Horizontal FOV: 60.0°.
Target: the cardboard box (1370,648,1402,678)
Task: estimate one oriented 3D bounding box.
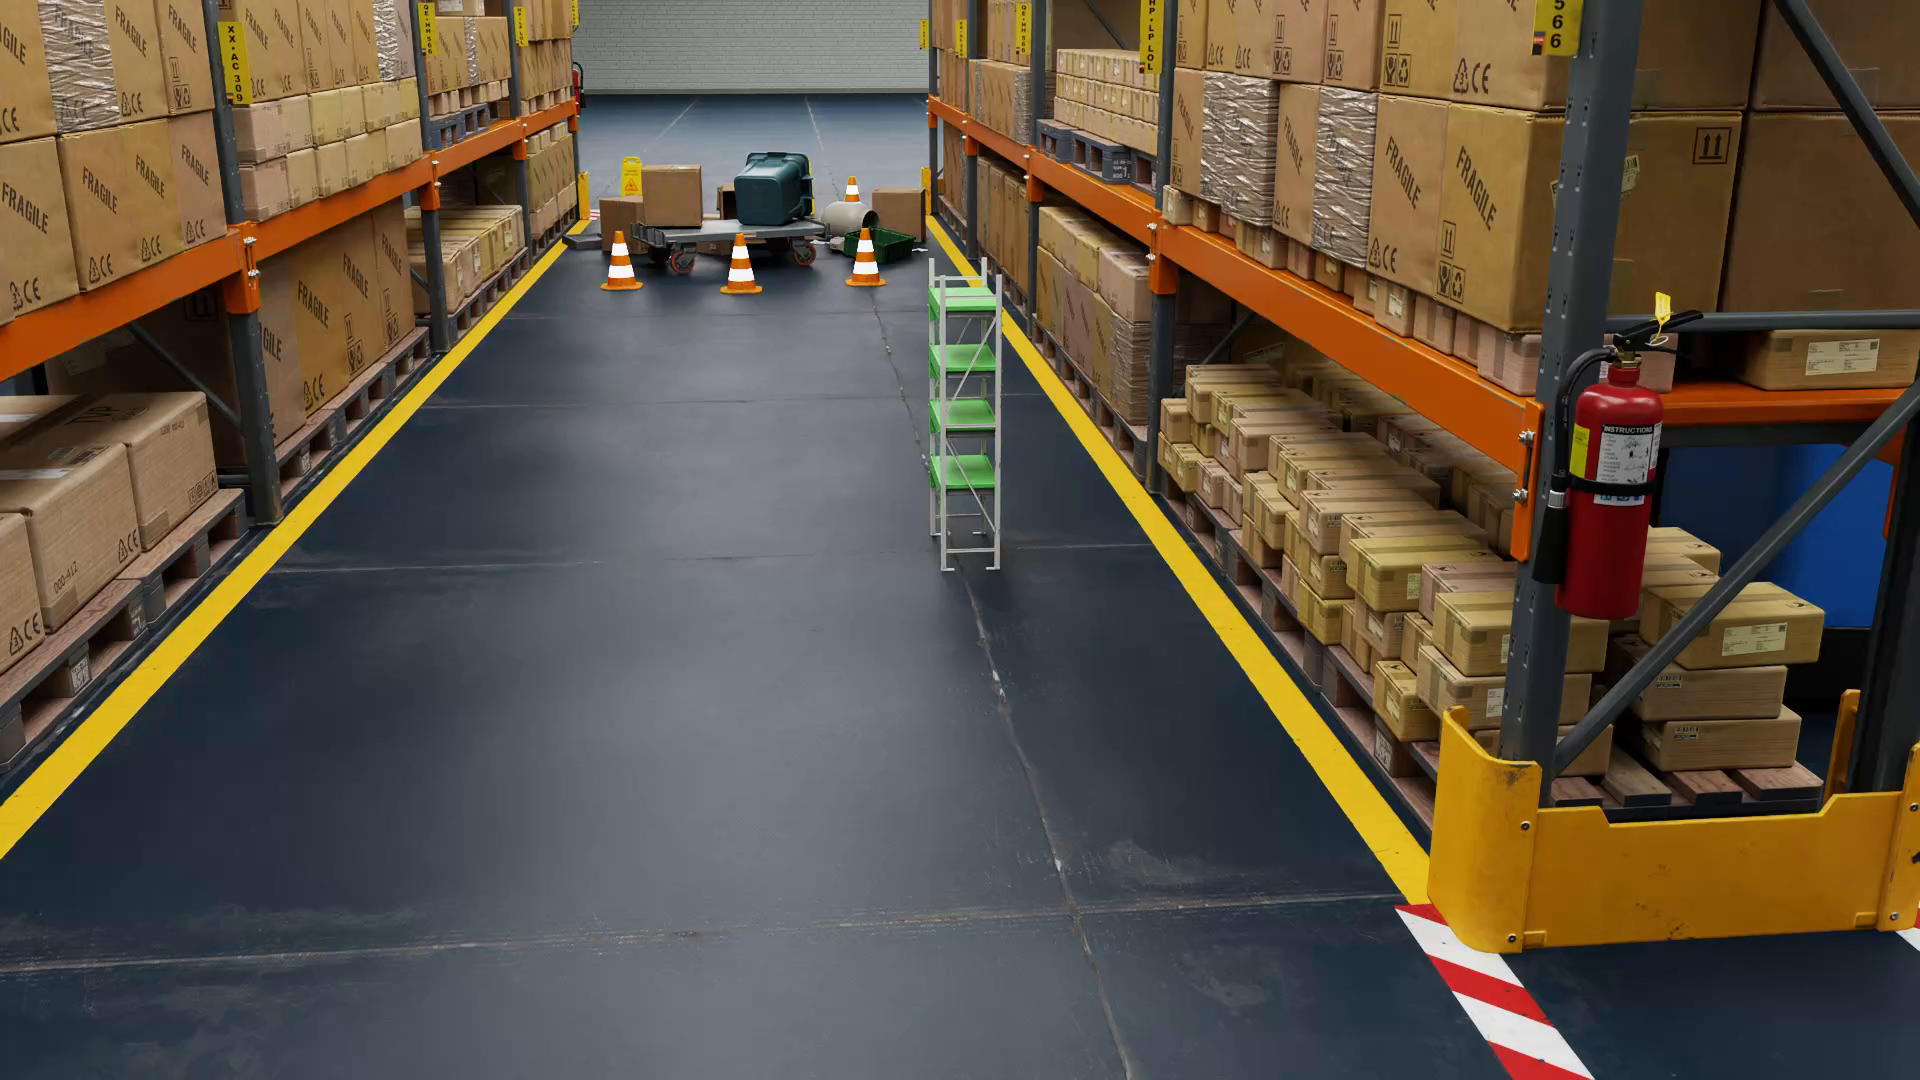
[{"bbox_3d":[1.470,0.375,5.033,0.380,0.149,0.250,-2,18,-6],"label":"cardboard box"}]

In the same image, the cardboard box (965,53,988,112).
[{"bbox_3d":[0.513,-4.236,15.411,0.875,0.550,0.550,-2,18,-6],"label":"cardboard box"}]

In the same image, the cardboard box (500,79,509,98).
[{"bbox_3d":[-4.023,-3.807,14.015,0.380,0.149,0.250,-2,17,-5],"label":"cardboard box"}]

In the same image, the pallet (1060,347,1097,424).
[{"bbox_3d":[1.177,-0.937,9.809,1.003,0.211,1.213,-2,18,-6],"label":"pallet"}]

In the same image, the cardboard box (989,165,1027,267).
[{"bbox_3d":[0.812,-2.712,13.863,1.050,0.750,0.750,-2,18,-6],"label":"cardboard box"}]

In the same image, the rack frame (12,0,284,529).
[{"bbox_3d":[-3.525,-1.488,6.910,1.000,3.000,0.127,-2,18,-6],"label":"rack frame"}]

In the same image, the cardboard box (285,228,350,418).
[{"bbox_3d":[-3.770,-1.126,8.602,0.875,0.875,0.875,-1,17,-4],"label":"cardboard box"}]

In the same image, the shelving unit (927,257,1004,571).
[{"bbox_3d":[0.017,-0.523,6.840,0.258,1.200,0.503,-2,18,-6],"label":"shelving unit"}]

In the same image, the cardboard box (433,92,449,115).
[{"bbox_3d":[-3.765,-3.031,11.543,0.380,0.149,0.250,-3,18,-9],"label":"cardboard box"}]

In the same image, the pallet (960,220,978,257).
[{"bbox_3d":[0.562,-2.953,16.232,1.003,0.211,1.213,-2,18,-6],"label":"pallet"}]

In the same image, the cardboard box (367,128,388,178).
[{"bbox_3d":[-3.523,-2.164,9.311,0.500,0.250,0.500,-2,18,-6],"label":"cardboard box"}]

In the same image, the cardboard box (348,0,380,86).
[{"bbox_3d":[-3.519,-2.758,9.118,0.500,0.500,0.500,-2,18,-6],"label":"cardboard box"}]

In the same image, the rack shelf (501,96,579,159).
[{"bbox_3d":[-4.557,-4.124,16.507,1.077,0.370,4.000,-2,18,-6],"label":"rack shelf"}]

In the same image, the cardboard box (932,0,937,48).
[{"bbox_3d":[0.150,-5.722,18.341,0.875,0.550,0.550,-2,18,-6],"label":"cardboard box"}]

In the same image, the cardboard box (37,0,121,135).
[{"bbox_3d":[-3.096,-1.578,5.360,0.500,0.500,0.500,-2,17,-5],"label":"cardboard box"}]

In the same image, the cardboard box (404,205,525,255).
[{"bbox_3d":[-4.294,-2.662,14.335,0.950,0.372,0.625,-2,17,-5],"label":"cardboard box"}]

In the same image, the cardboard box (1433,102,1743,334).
[{"bbox_3d":[1.498,-0.795,4.038,0.500,0.500,0.500,-1,17,-5],"label":"cardboard box"}]

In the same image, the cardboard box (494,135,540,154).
[{"bbox_3d":[-4.096,-3.651,15.352,0.380,0.149,0.250,-2,17,-5],"label":"cardboard box"}]

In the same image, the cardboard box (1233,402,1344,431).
[{"bbox_3d":[1.311,-0.452,6.673,0.380,0.149,0.250,-2,18,-7],"label":"cardboard box"}]

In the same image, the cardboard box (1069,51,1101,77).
[{"bbox_3d":[0.882,-2.930,10.229,0.380,0.149,0.250,-2,18,-6],"label":"cardboard box"}]

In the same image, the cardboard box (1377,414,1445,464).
[{"bbox_3d":[1.851,-0.391,6.480,0.380,0.149,0.250,-3,18,-8],"label":"cardboard box"}]

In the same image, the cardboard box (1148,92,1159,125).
[{"bbox_3d":[1.122,-2.085,8.031,0.380,0.149,0.250,-2,18,-5],"label":"cardboard box"}]

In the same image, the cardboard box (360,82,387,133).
[{"bbox_3d":[-3.506,-2.406,9.249,0.500,0.250,0.500,-2,18,-7],"label":"cardboard box"}]

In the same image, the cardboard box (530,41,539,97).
[{"bbox_3d":[-4.194,-4.350,15.361,0.500,0.500,0.500,-2,18,-6],"label":"cardboard box"}]

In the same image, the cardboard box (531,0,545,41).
[{"bbox_3d":[-4.211,-4.829,15.218,0.700,0.500,0.500,-2,18,-5],"label":"cardboard box"}]

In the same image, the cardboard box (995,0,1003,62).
[{"bbox_3d":[0.675,-4.279,13.961,0.700,0.500,0.500,-2,18,-7],"label":"cardboard box"}]

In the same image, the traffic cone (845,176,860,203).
[{"bbox_3d":[-1.207,-3.834,18.617,0.336,0.463,0.334,-2,18,-6],"label":"traffic cone"}]

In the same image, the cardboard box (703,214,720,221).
[{"bbox_3d":[-2.619,-3.375,17.680,0.380,0.149,0.250,8,19,23],"label":"cardboard box"}]

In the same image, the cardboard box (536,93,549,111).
[{"bbox_3d":[-4.186,-4.237,16.085,0.380,0.149,0.250,-2,18,-5],"label":"cardboard box"}]

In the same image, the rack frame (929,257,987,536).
[{"bbox_3d":[-0.008,-0.596,7.072,0.240,1.200,0.015,-2,18,-6],"label":"rack frame"}]

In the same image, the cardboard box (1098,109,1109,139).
[{"bbox_3d":[0.985,-2.331,9.314,0.380,0.149,0.250,-2,18,-7],"label":"cardboard box"}]

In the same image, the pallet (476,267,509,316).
[{"bbox_3d":[-4.140,-1.945,13.020,1.003,0.211,1.213,-2,18,-6],"label":"pallet"}]

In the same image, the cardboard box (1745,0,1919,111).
[{"bbox_3d":[2.018,-1.288,3.940,0.500,0.500,0.500,-2,18,-6],"label":"cardboard box"}]

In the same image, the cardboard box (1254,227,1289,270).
[{"bbox_3d":[1.276,-1.066,5.984,0.380,0.149,0.250,-1,17,-3],"label":"cardboard box"}]

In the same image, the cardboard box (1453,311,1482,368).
[{"bbox_3d":[1.497,-0.523,4.256,0.380,0.149,0.250,-2,18,-6],"label":"cardboard box"}]

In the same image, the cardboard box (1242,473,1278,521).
[{"bbox_3d":[1.276,-0.151,6.212,0.380,0.149,0.250,-2,18,-6],"label":"cardboard box"}]

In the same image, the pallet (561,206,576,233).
[{"bbox_3d":[-4.707,-3.467,17.869,1.003,0.211,1.213,-2,18,-6],"label":"pallet"}]

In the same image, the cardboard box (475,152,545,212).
[{"bbox_3d":[-4.143,-3.302,15.325,0.500,0.500,0.500,-1,17,-3],"label":"cardboard box"}]

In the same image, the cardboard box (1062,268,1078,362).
[{"bbox_3d":[0.907,-1.350,9.940,0.500,0.500,0.500,-2,18,-7],"label":"cardboard box"}]

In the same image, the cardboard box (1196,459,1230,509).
[{"bbox_3d":[1.211,-0.241,6.996,0.380,0.149,0.250,-2,18,-6],"label":"cardboard box"}]

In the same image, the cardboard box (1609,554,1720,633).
[{"bbox_3d":[1.936,0.151,4.752,0.380,0.149,0.250,-1,17,-5],"label":"cardboard box"}]

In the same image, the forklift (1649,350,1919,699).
[{"bbox_3d":[3.174,-1.268,6.324,1.130,2.935,3.031,1,17,4],"label":"forklift"}]

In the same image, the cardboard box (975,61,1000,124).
[{"bbox_3d":[0.402,-3.787,14.065,0.500,0.500,0.500,-2,18,-5],"label":"cardboard box"}]

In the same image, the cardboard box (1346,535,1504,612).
[{"bbox_3d":[1.372,0.097,4.927,0.380,0.149,0.250,-2,18,-7],"label":"cardboard box"}]

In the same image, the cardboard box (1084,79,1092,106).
[{"bbox_3d":[0.937,-2.626,9.754,0.380,0.149,0.250,-2,18,-6],"label":"cardboard box"}]

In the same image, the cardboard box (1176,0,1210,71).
[{"bbox_3d":[1.192,-2.196,6.831,0.500,0.500,0.500,-1,17,-4],"label":"cardboard box"}]

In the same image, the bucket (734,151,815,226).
[{"bbox_3d":[-1.744,-3.187,15.250,0.726,0.611,0.620,4,28,13],"label":"bucket"}]

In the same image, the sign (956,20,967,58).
[{"bbox_3d":[0.011,-4.488,14.887,0.100,0.325,0.005,-2,18,-6],"label":"sign"}]

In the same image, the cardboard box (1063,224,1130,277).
[{"bbox_3d":[0.896,-1.717,9.858,0.500,0.250,0.500,-2,18,-5],"label":"cardboard box"}]

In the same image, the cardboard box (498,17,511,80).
[{"bbox_3d":[-4.075,-4.131,13.963,0.500,0.500,0.500,-2,18,-7],"label":"cardboard box"}]

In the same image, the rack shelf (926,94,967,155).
[{"bbox_3d":[0.356,-4.307,17.090,1.077,0.370,4.000,-2,18,-6],"label":"rack shelf"}]

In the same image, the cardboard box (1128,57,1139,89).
[{"bbox_3d":[1.072,-2.384,8.489,0.380,0.149,0.250,-2,18,-6],"label":"cardboard box"}]

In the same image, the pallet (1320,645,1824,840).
[{"bbox_3d":[1.744,0.585,4.961,1.003,0.211,1.213,-2,18,-6],"label":"pallet"}]
